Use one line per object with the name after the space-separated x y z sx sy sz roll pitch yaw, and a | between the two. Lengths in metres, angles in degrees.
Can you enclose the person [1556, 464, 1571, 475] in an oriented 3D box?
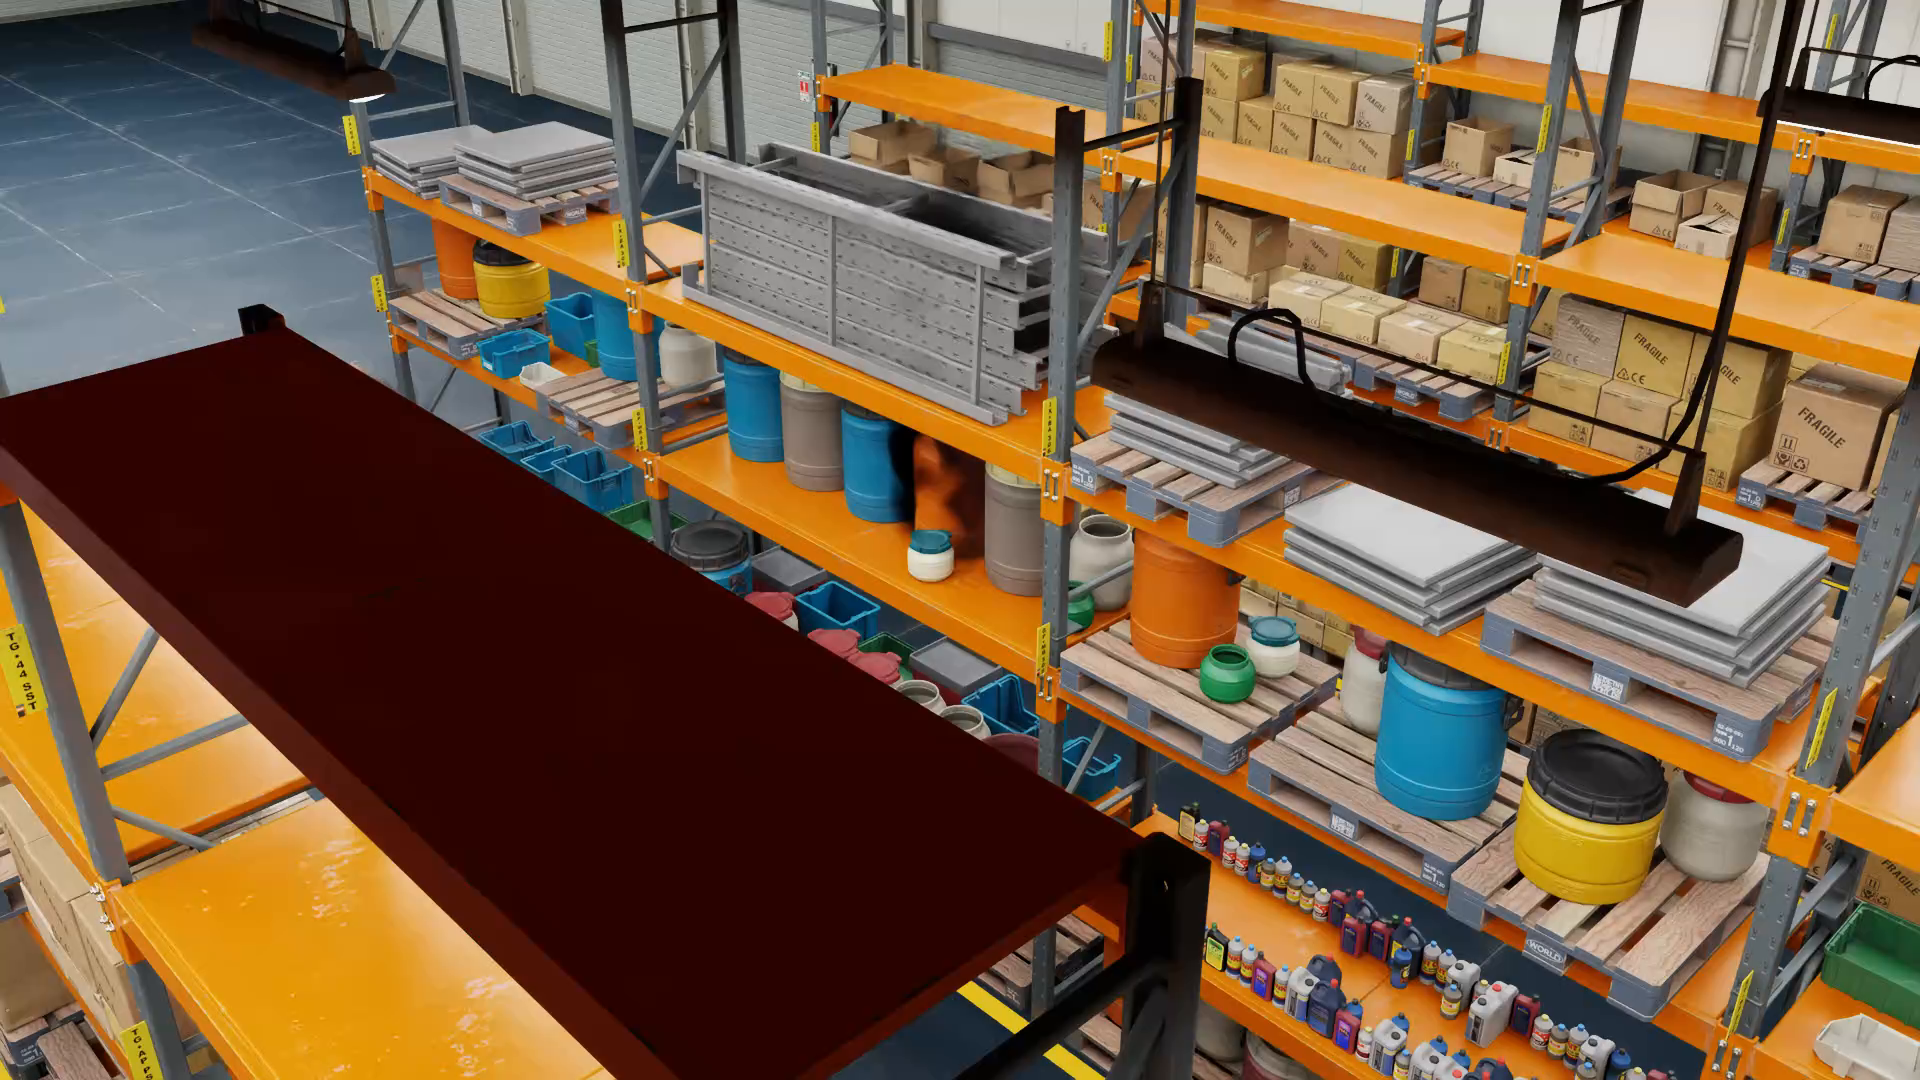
5.315 -0.007 14.998 0.665 1.806 0.953 -24 37 -37 | person
